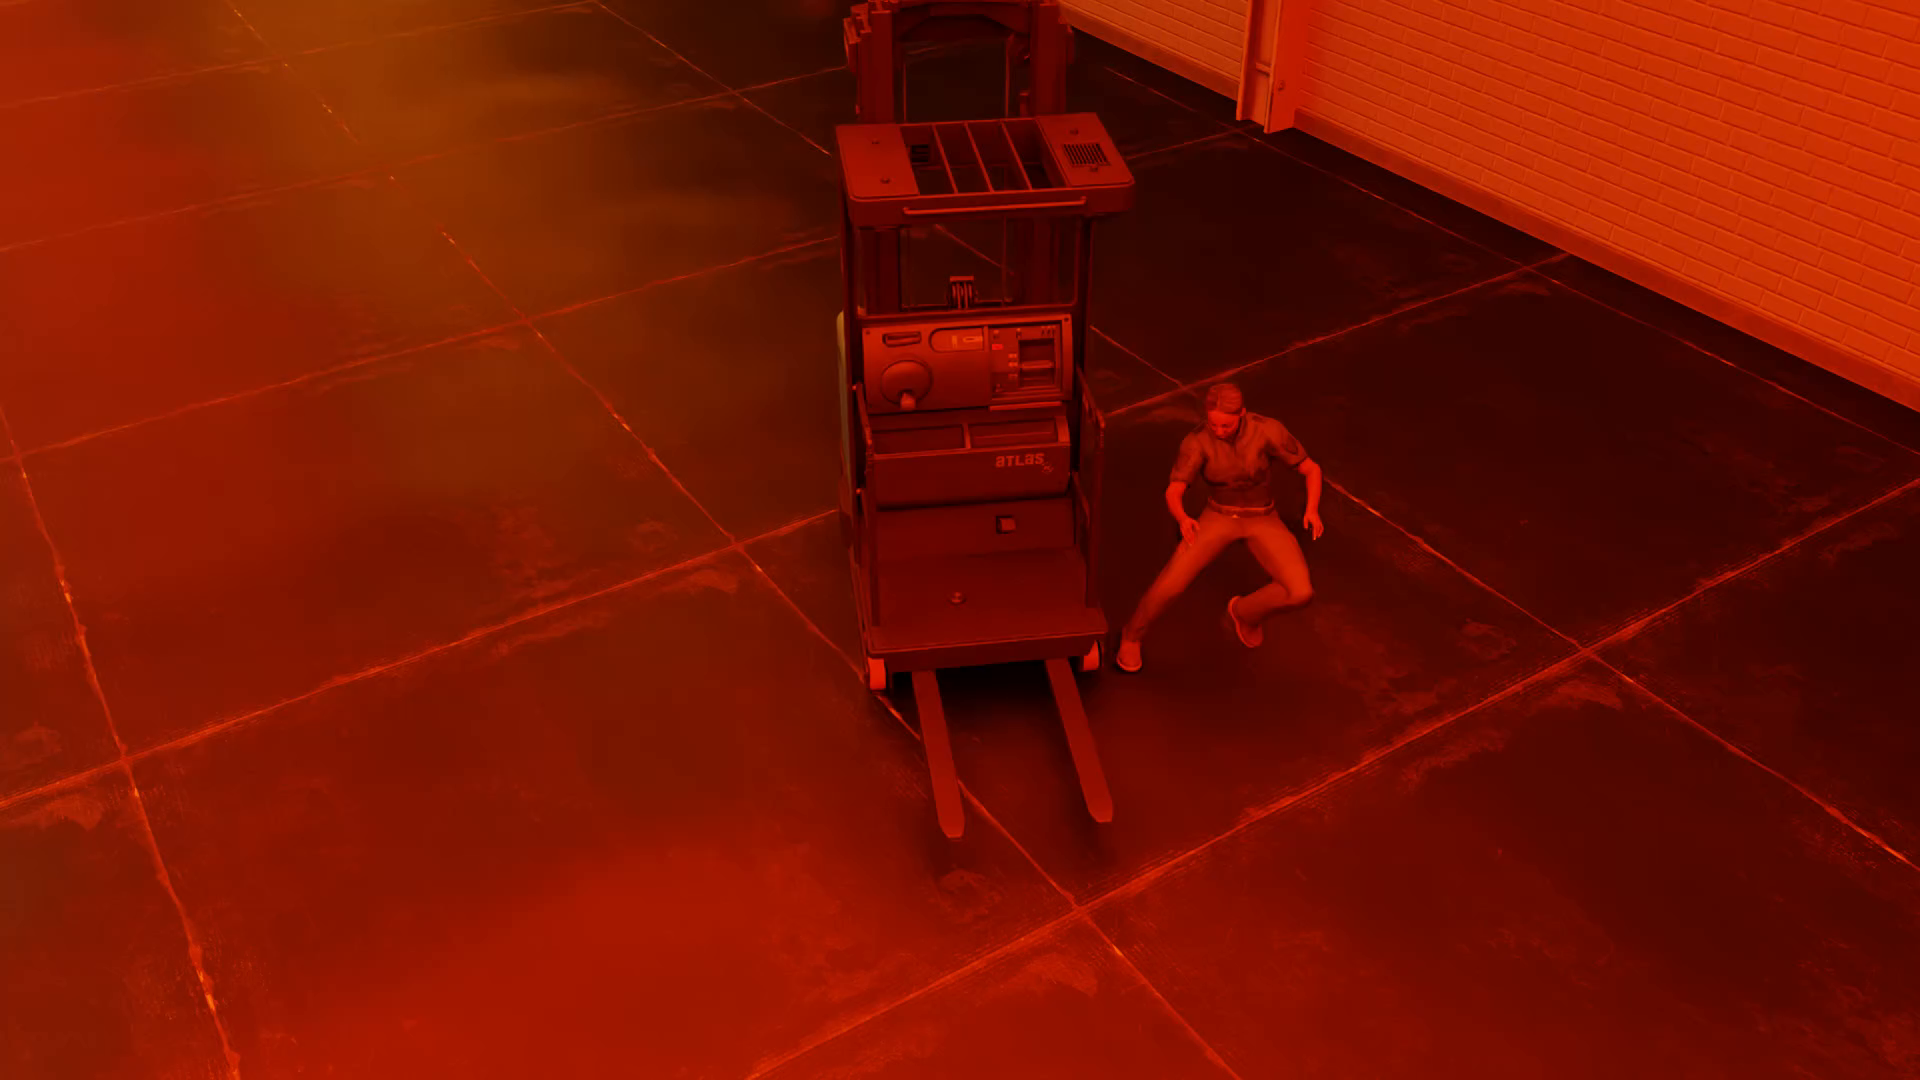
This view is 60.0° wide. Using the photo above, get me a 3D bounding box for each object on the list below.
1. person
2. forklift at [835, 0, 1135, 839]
[{"bbox_3d":[1.179,0.001,7.450,0.863,1.413,0.735,7,36,10],"label":"person"},{"bbox_3d":[0.069,-0.720,7.172,1.130,2.935,3.031,-5,35,-7],"label":"forklift"}]
